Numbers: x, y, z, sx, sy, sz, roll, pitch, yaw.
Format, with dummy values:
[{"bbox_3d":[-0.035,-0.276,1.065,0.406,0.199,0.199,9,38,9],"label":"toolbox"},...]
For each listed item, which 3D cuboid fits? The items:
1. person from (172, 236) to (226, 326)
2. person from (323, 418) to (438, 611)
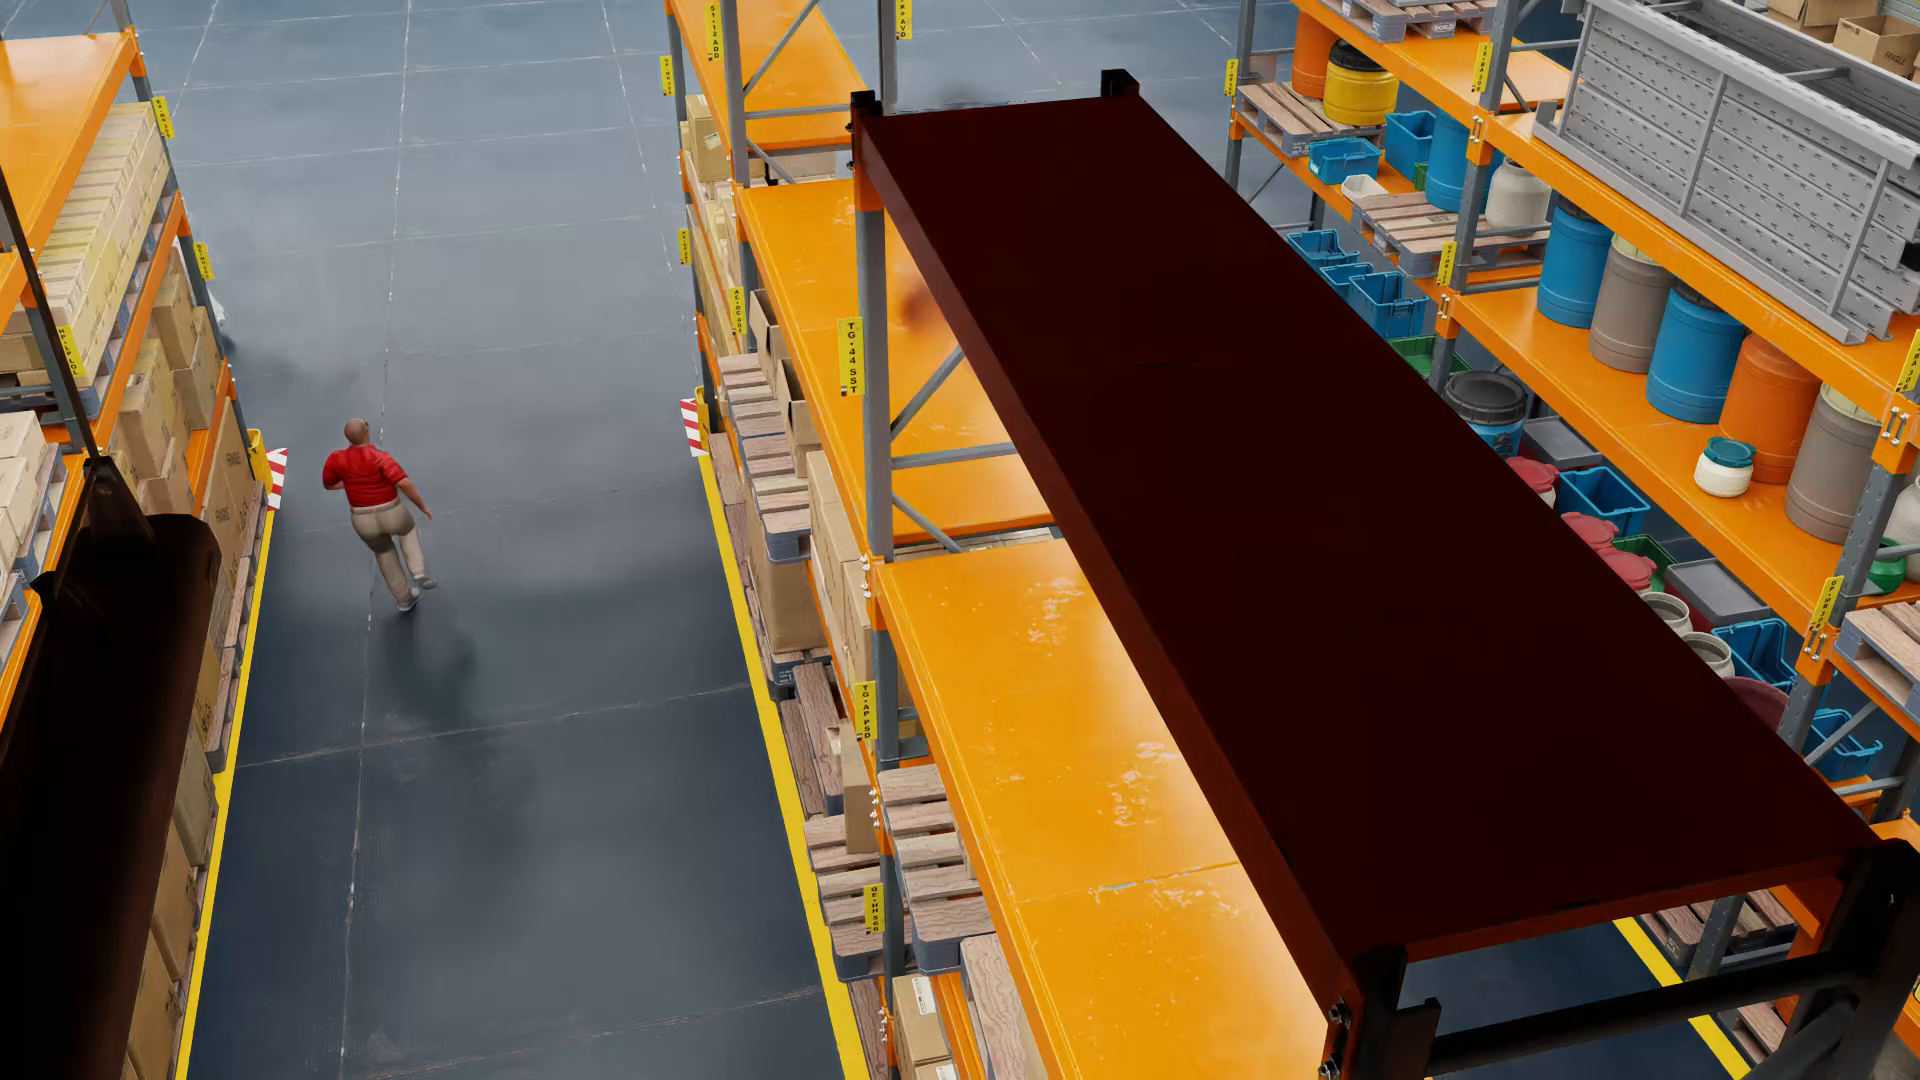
[{"bbox_3d":[-7.972,-2.868,16.826,1.060,1.745,0.754,17,38,23],"label":"person"},{"bbox_3d":[-4.489,-0.201,12.931,0.759,1.683,0.604,-9,35,-13],"label":"person"}]
